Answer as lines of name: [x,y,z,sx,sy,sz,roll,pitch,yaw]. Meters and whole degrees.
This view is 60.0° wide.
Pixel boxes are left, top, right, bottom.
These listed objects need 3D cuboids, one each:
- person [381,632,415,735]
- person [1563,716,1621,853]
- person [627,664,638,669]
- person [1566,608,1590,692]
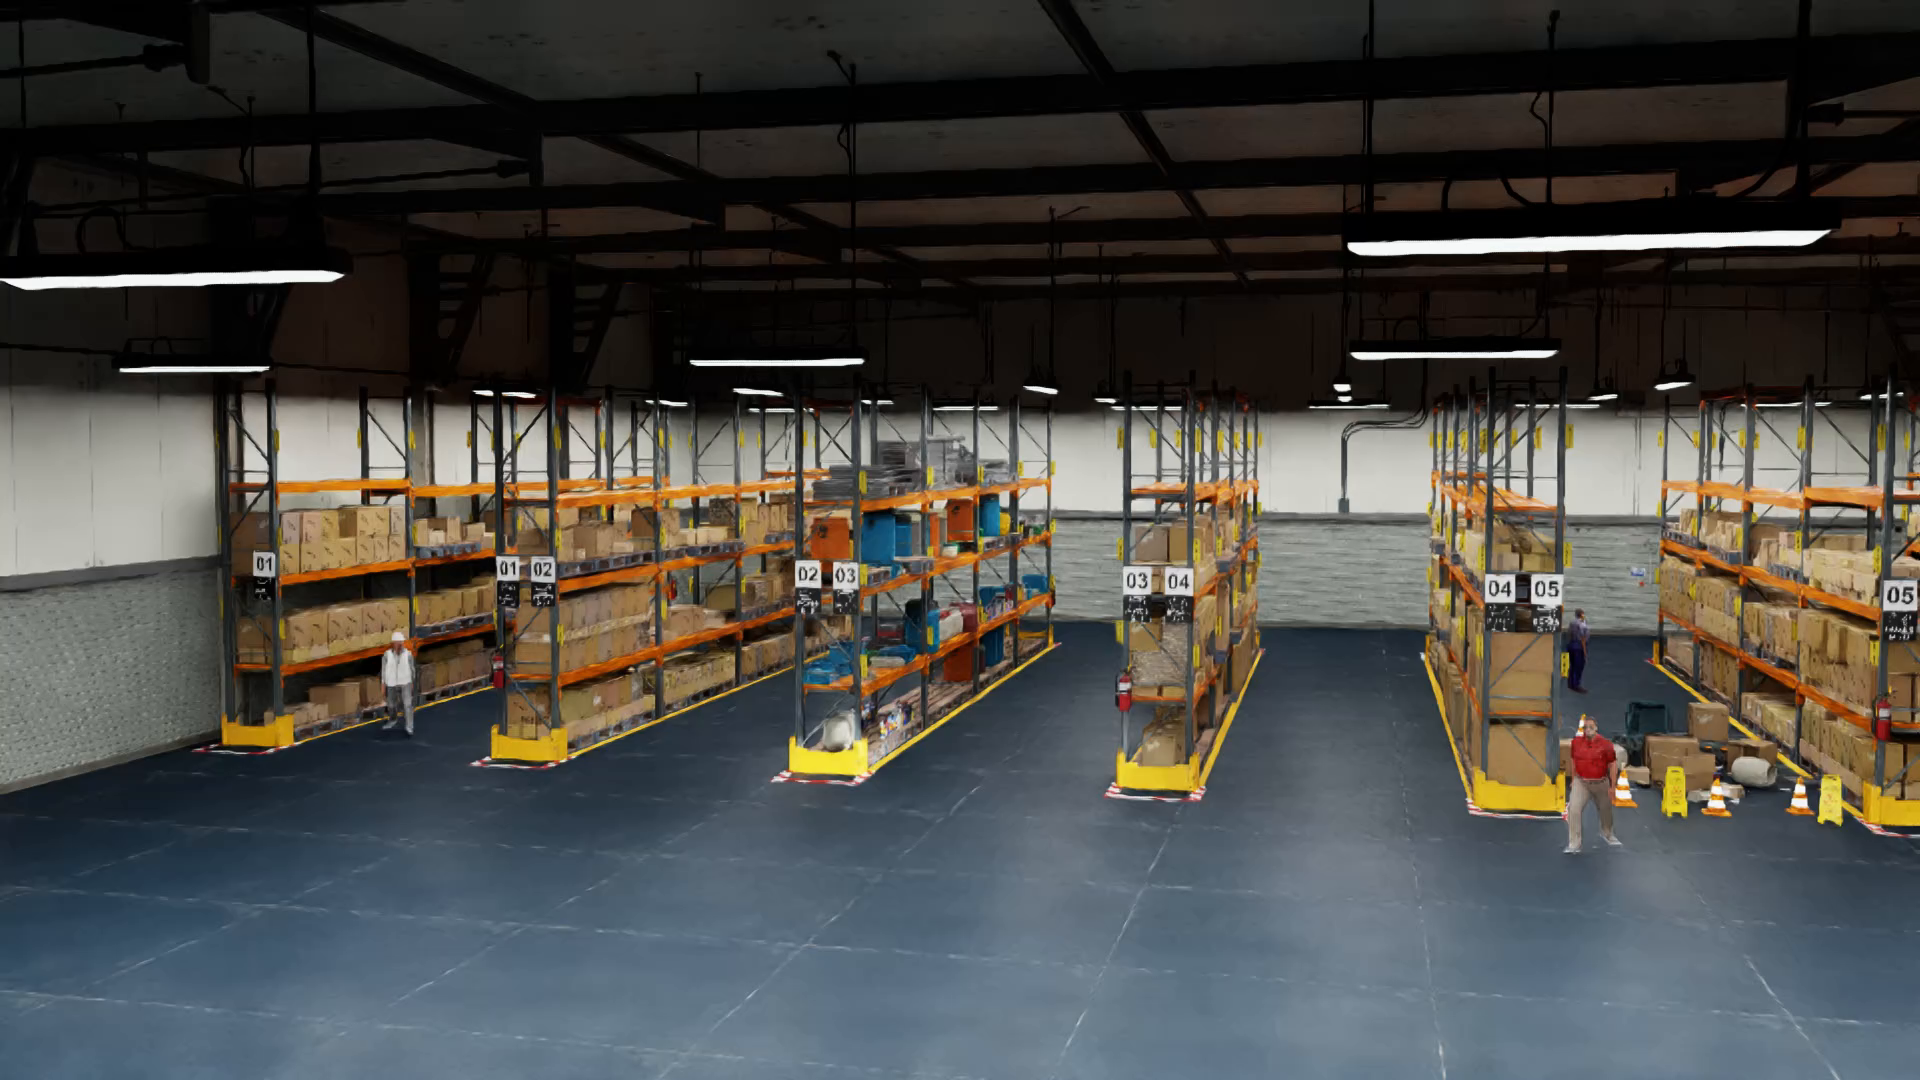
person: [-9.583,2.432,28.317,0.588,1.747,0.931,-1,4,-13]
person: [7.694,2.953,20.214,0.579,1.665,0.978,2,4,33]
person: [-7.178,1.948,35.753,0.522,1.790,0.654,-1,4,-12]
person: [12.329,2.175,33.155,0.380,1.652,0.608,-1,3,-9]
